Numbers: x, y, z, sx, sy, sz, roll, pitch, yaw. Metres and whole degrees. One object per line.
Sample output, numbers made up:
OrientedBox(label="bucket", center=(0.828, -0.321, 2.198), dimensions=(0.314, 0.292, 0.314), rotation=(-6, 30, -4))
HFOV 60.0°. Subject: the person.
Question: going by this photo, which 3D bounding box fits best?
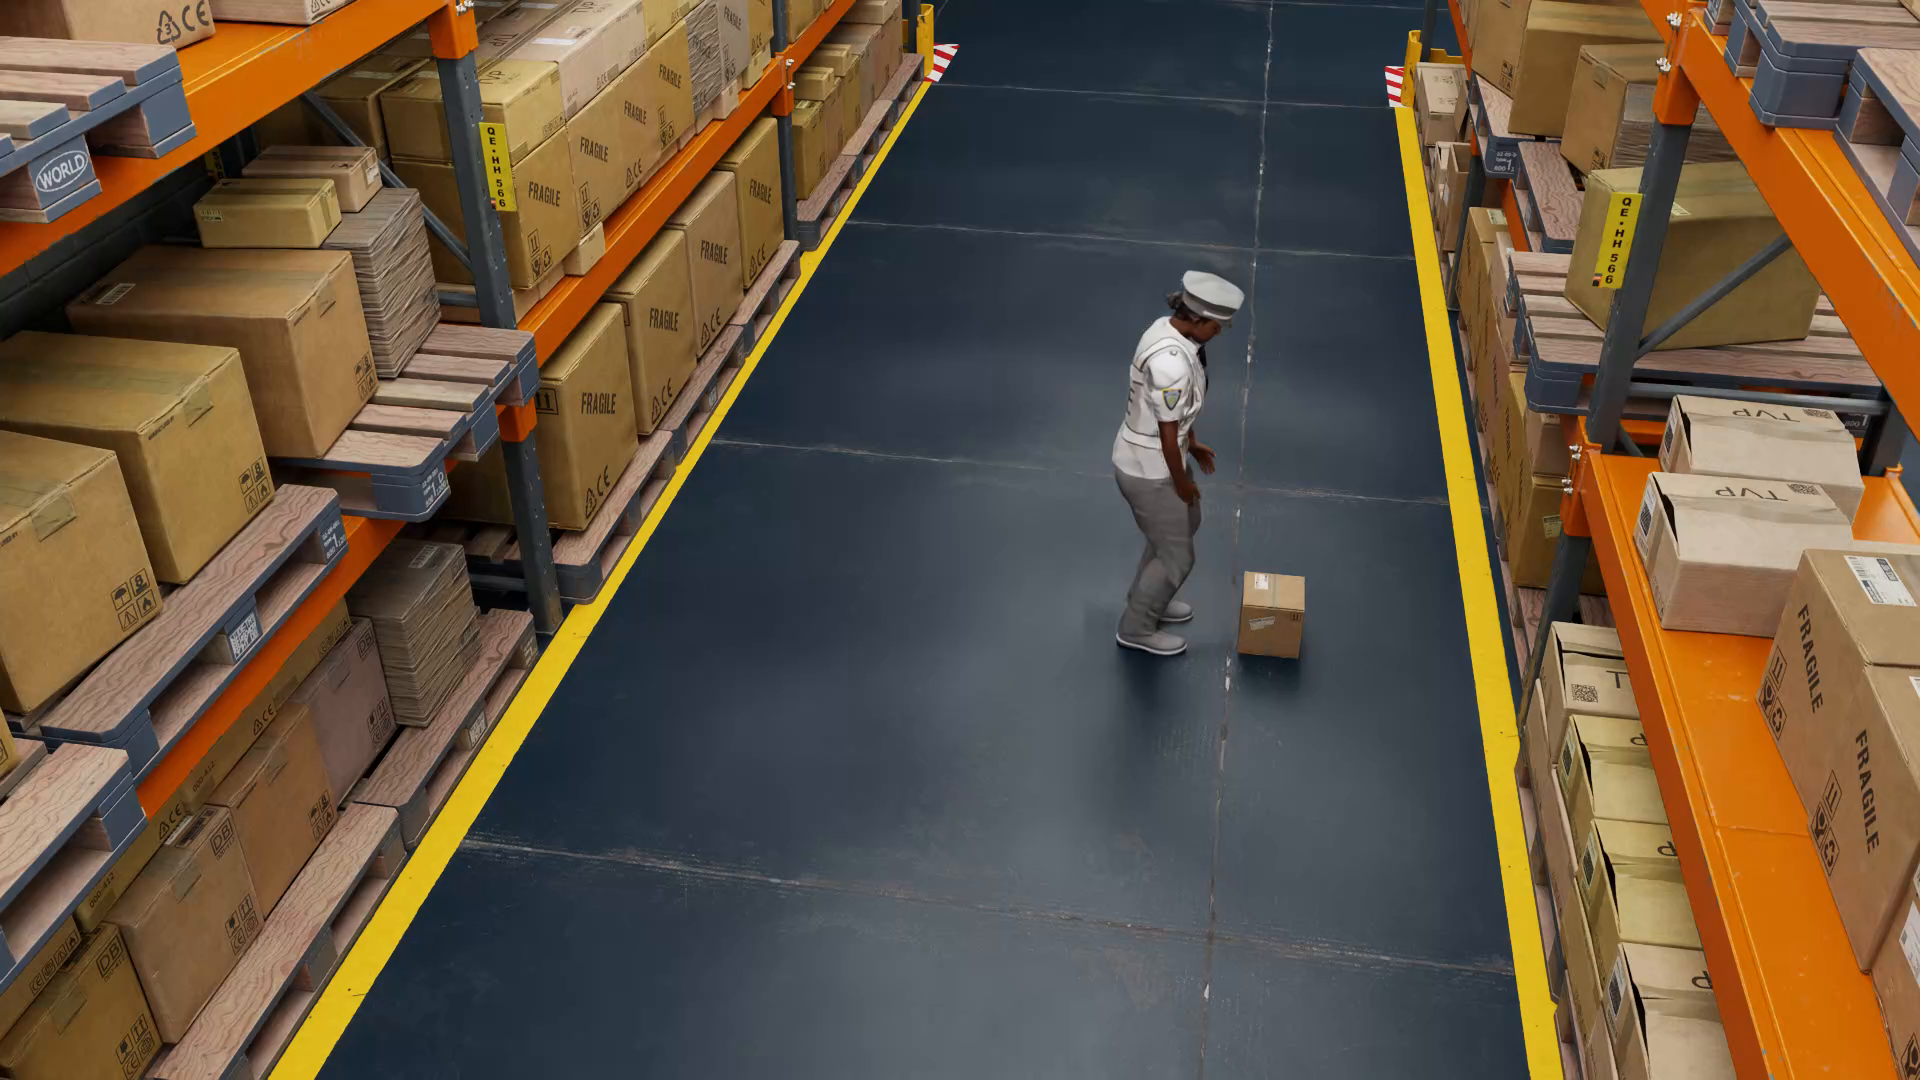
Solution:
OrientedBox(label="person", center=(0.843, -0.308, 6.677), dimensions=(0.460, 1.615, 0.461), rotation=(6, 33, 9))
